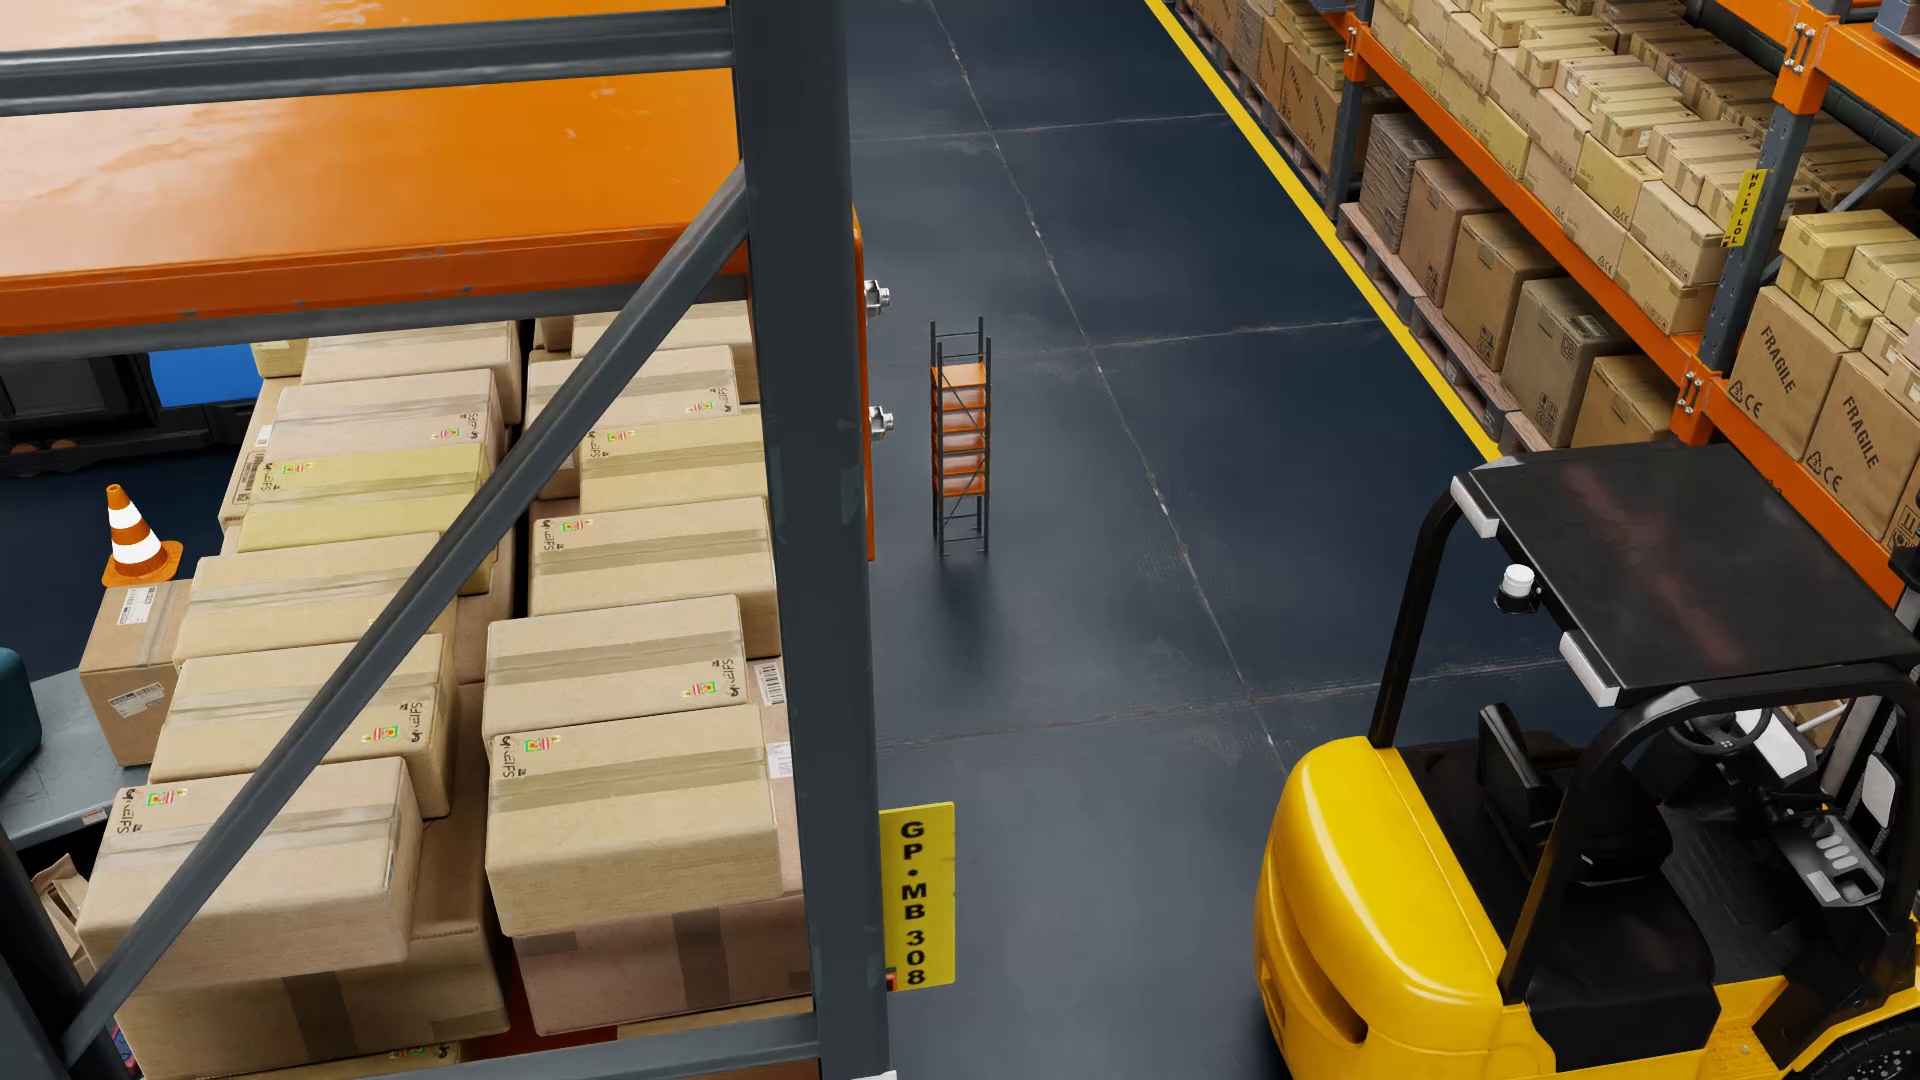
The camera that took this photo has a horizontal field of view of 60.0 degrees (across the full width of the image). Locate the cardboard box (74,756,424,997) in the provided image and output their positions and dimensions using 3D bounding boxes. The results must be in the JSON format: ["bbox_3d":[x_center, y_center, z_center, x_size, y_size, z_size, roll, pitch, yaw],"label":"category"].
[{"bbox_3d":[-0.940,0.449,2.237,0.380,0.149,0.250,-6,38,-8],"label":"cardboard box"}]

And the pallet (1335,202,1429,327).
[{"bbox_3d":[2.999,-1.744,10.223,1.003,0.211,1.213,-6,38,-8],"label":"pallet"}]

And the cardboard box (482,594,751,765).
[{"bbox_3d":[-0.511,0.234,2.513,0.380,0.149,0.250,-6,38,-8],"label":"cardboard box"}]

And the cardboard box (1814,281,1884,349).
[{"bbox_3d":[3.439,-0.849,6.188,0.380,0.149,0.250,-5,38,-7],"label":"cardboard box"}]

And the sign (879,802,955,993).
[{"bbox_3d":[-0.056,0.433,1.990,0.100,0.325,0.005,-6,38,-8],"label":"sign"}]

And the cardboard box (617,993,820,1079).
[{"bbox_3d":[-0.329,0.701,2.562,0.380,0.149,0.250,-6,38,-8],"label":"cardboard box"}]

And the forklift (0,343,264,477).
[{"bbox_3d":[-4.636,-1.836,8.124,3.031,2.935,1.130,-8,38,-10],"label":"forklift"}]

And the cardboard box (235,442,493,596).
[{"bbox_3d":[-1.004,-0.022,2.843,0.380,0.149,0.250,-6,38,-8],"label":"cardboard box"}]

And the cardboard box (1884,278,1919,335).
[{"bbox_3d":[3.547,-0.818,5.905,0.380,0.149,0.250,-7,38,-9],"label":"cardboard box"}]

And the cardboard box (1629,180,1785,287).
[{"bbox_3d":[3.257,-1.338,7.142,0.500,0.250,0.500,-7,38,-9],"label":"cardboard box"}]

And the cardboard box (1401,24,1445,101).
[{"bbox_3d":[2.814,-2.689,9.288,0.500,0.250,0.500,-7,38,-9],"label":"cardboard box"}]

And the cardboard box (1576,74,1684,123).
[{"bbox_3d":[3.101,-2.026,7.702,0.380,0.149,0.250,-7,38,-9],"label":"cardboard box"}]

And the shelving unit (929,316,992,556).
[{"bbox_3d":[0.003,-0.465,7.771,0.258,1.200,0.189,-6,38,-8],"label":"shelving unit"}]

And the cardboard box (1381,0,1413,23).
[{"bbox_3d":[2.706,-3.188,9.523,0.500,0.250,0.500,-6,38,-8],"label":"cardboard box"}]

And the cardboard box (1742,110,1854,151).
[{"bbox_3d":[3.706,-1.780,7.386,0.380,0.149,0.250,-6,38,-8],"label":"cardboard box"}]

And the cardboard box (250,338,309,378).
[{"bbox_3d":[-1.242,-0.474,3.425,0.380,0.149,0.250,-5,38,-7],"label":"cardboard box"}]

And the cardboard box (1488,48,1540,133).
[{"bbox_3d":[3.006,-2.264,8.334,0.500,0.250,0.500,-6,38,-7],"label":"cardboard box"}]

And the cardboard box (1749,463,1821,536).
[{"bbox_3d":[3.371,-0.080,6.891,0.500,0.250,0.500,-7,38,-9],"label":"cardboard box"}]

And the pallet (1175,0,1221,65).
[{"bbox_3d":[2.372,-4.174,13.351,1.003,0.211,1.213,-6,38,-8],"label":"pallet"}]

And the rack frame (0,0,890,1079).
[{"bbox_3d":[-0.590,-0.348,1.262,1.000,3.000,0.127,-6,38,-8],"label":"rack frame"}]

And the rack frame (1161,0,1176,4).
[{"bbox_3d":[2.192,-5.763,13.122,1.000,3.000,0.127,-6,38,-8],"label":"rack frame"}]

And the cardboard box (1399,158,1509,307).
[{"bbox_3d":[3.112,-1.803,9.619,0.875,0.625,0.625,-5,38,-6],"label":"cardboard box"}]

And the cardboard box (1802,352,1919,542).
[{"bbox_3d":[3.523,-0.361,6.088,0.500,0.500,0.500,-6,38,-7],"label":"cardboard box"}]

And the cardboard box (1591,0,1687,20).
[{"bbox_3d":[3.498,-2.710,8.583,0.380,0.149,0.250,-7,38,-9],"label":"cardboard box"}]

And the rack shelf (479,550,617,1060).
[{"bbox_3d":[-0.941,-0.087,3.958,1.077,0.370,4.000,-6,38,-8],"label":"rack shelf"}]

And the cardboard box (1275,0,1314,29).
[{"bbox_3d":[2.431,-3.693,11.625,0.380,0.149,0.250,-7,38,-9],"label":"cardboard box"}]

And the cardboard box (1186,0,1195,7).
[{"bbox_3d":[2.056,-4.625,13.353,0.500,0.500,0.500,-5,38,-6],"label":"cardboard box"}]

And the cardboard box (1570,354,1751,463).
[{"bbox_3d":[3.492,-0.473,7.907,0.875,0.625,0.625,-5,38,-6],"label":"cardboard box"}]

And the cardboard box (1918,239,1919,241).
[{"bbox_3d":[3.904,-1.060,6.459,0.380,0.149,0.250,-6,38,-8],"label":"cardboard box"}]

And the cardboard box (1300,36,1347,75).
[{"bbox_3d":[2.479,-3.214,11.009,0.380,0.149,0.250,-8,39,-10],"label":"cardboard box"}]

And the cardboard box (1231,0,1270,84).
[{"bbox_3d":[2.327,-3.689,12.148,0.500,0.500,0.500,-8,38,-10],"label":"cardboard box"}]

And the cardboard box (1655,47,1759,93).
[{"bbox_3d":[3.573,-2.237,7.975,0.380,0.149,0.250,-7,38,-8],"label":"cardboard box"}]

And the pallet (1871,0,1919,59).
[{"bbox_3d":[3.770,-1.568,5.350,1.003,0.211,1.213,-6,38,-8],"label":"pallet"}]

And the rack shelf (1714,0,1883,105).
[{"bbox_3d":[3.244,-3.039,7.758,1.077,0.370,4.000,-6,38,-8],"label":"rack shelf"}]

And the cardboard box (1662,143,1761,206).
[{"bbox_3d":[3.253,-1.563,7.106,0.380,0.149,0.250,-7,38,-9],"label":"cardboard box"}]

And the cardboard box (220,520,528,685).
[{"bbox_3d":[-1.019,0.193,2.891,0.500,0.250,0.500,-7,38,-9],"label":"cardboard box"}]

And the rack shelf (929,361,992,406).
[{"bbox_3d":[0.003,-0.714,7.577,0.258,0.103,0.180,-6,38,-8],"label":"rack shelf"}]

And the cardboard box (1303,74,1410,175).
[{"bbox_3d":[2.608,-2.758,10.950,0.500,0.500,0.500,-5,38,-7],"label":"cardboard box"}]

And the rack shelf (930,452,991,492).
[{"bbox_3d":[0.003,-0.335,7.871,0.258,0.103,0.180,-6,38,-8],"label":"rack shelf"}]

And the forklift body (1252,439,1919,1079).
[{"bbox_3d":[2.168,0.871,5.275,2.313,2.155,1.214,-6,38,-8],"label":"forklift body"}]

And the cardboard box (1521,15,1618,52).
[{"bbox_3d":[3.037,-2.493,8.304,0.380,0.149,0.250,-6,38,-8],"label":"cardboard box"}]

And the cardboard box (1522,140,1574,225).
[{"bbox_3d":[3.098,-1.754,8.085,0.500,0.250,0.500,-6,38,-8],"label":"cardboard box"}]

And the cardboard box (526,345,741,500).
[{"bbox_3d":[-0.603,-0.222,3.101,0.380,0.149,0.250,-6,38,-8],"label":"cardboard box"}]

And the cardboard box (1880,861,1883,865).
[{"bbox_3d":[3.633,1.240,6.008,0.500,0.250,0.500,-5,38,-7],"label":"cardboard box"}]

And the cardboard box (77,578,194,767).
[{"bbox_3d":[-3.038,0.503,6.478,0.500,0.500,0.500,-6,38,-8],"label":"cardboard box"}]

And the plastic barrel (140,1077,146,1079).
[{"bbox_3d":[-2.443,1.954,5.289,0.512,0.421,0.421,19,42,23],"label":"plastic barrel"}]

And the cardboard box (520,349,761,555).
[{"bbox_3d":[-0.610,-0.168,3.356,0.500,0.250,0.500,-5,38,-7],"label":"cardboard box"}]

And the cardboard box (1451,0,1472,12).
[{"bbox_3d":[2.836,-2.948,8.889,0.380,0.149,0.250,-6,38,-7],"label":"cardboard box"}]
